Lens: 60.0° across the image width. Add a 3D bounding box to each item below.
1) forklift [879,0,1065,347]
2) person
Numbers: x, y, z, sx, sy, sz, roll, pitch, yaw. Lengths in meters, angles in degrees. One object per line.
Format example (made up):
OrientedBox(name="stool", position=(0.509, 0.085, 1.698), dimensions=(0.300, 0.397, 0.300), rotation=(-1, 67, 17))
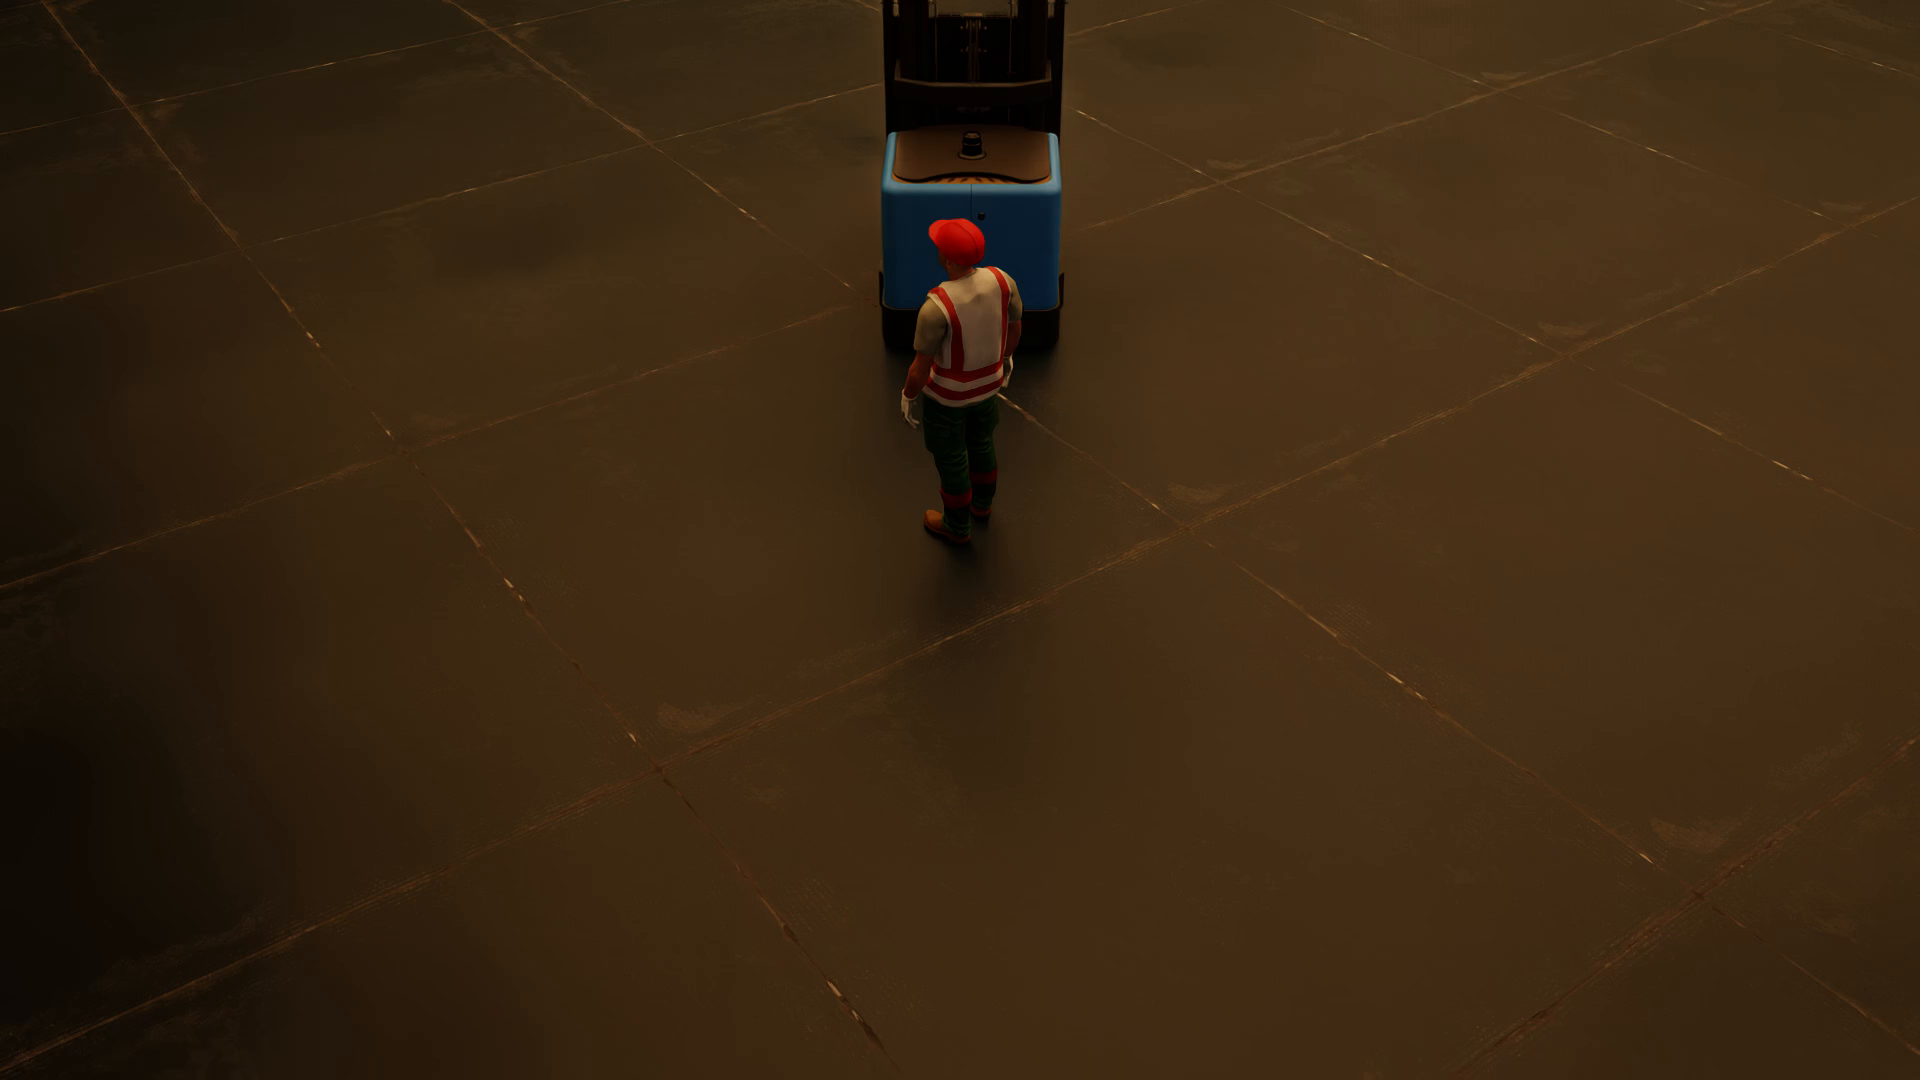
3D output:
OrientedBox(name="forklift", position=(0.086, -3.167, 10.228), dimensions=(1.130, 2.935, 3.031), rotation=(1, 36, 1))
OrientedBox(name="person", position=(-0.038, -0.768, 7.932), dimensions=(0.638, 1.789, 0.562), rotation=(-23, 42, -28))
